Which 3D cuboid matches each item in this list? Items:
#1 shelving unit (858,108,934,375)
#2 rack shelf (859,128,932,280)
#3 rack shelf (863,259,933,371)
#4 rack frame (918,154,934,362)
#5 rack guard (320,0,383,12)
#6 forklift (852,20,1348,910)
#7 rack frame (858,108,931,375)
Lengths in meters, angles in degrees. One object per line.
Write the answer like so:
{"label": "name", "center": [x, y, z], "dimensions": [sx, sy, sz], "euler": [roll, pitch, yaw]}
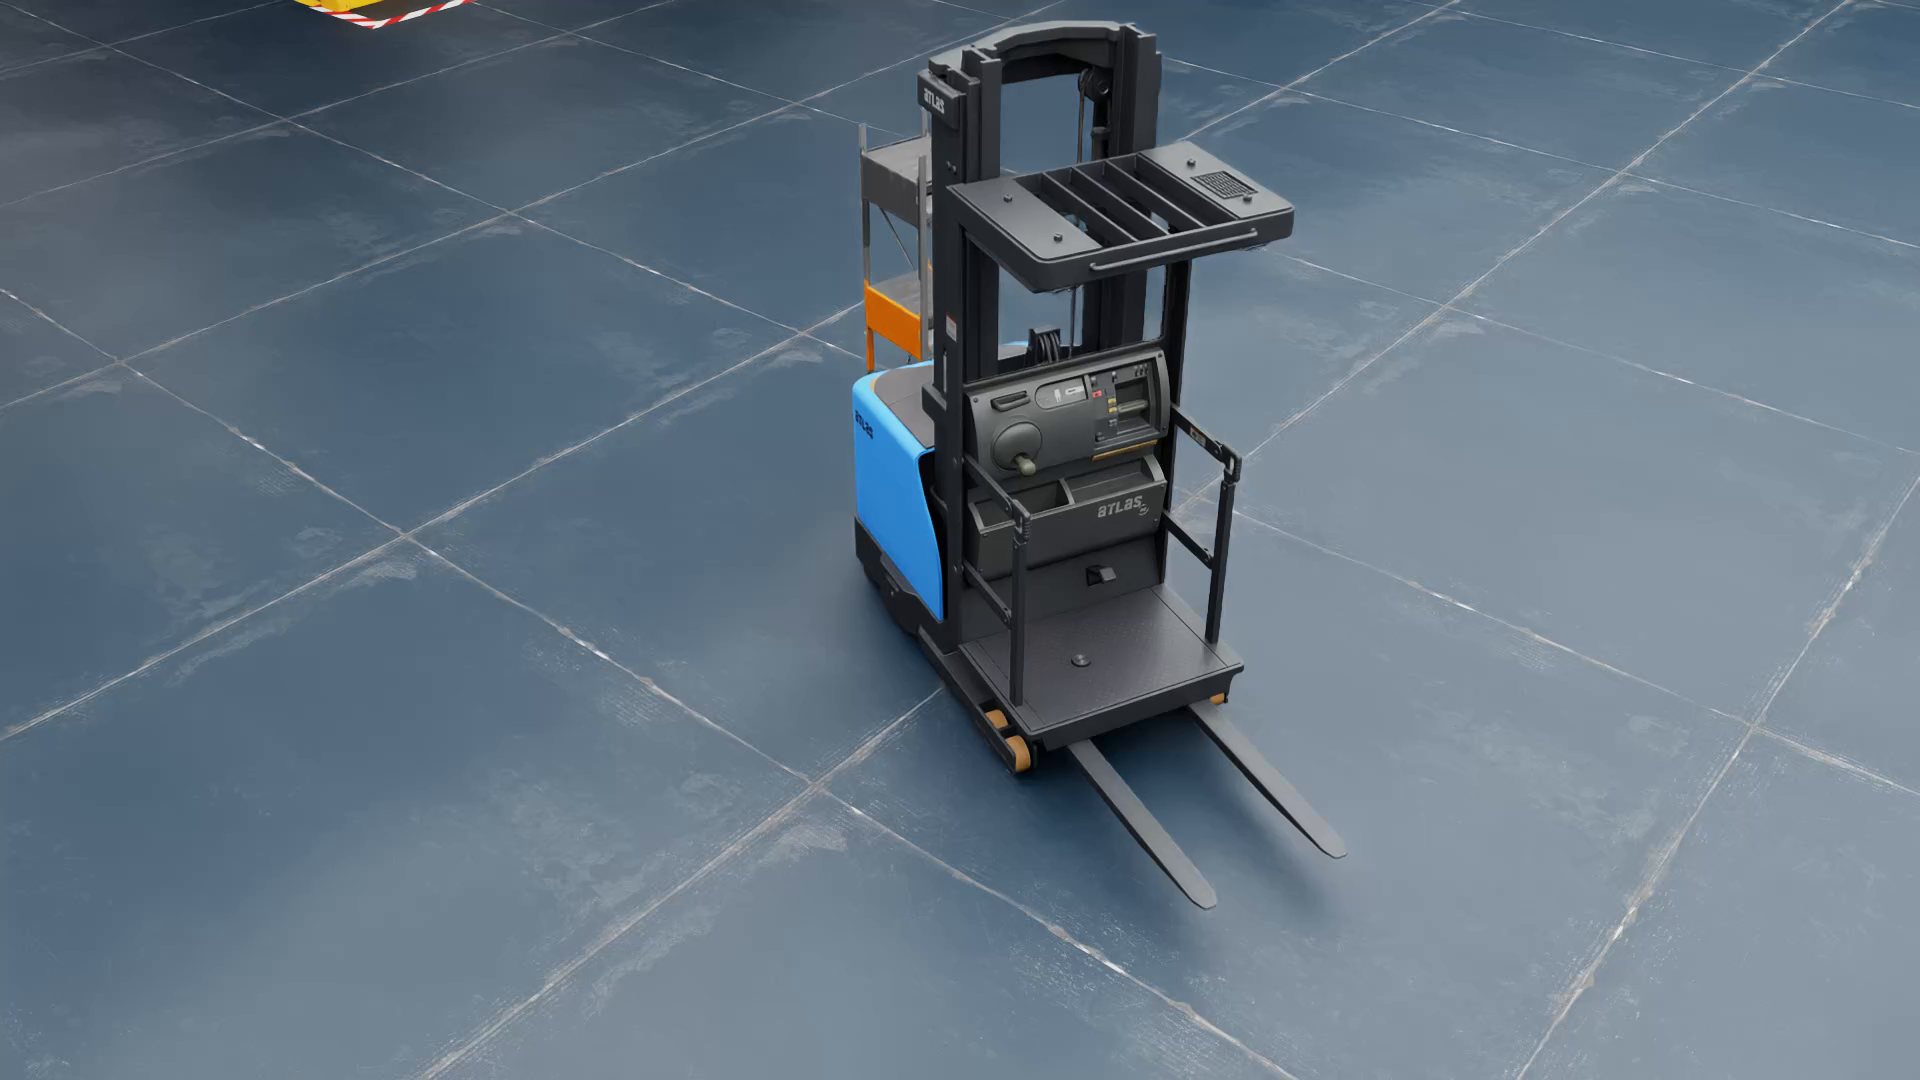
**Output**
{"label": "shelving unit", "center": [-0.174, -1.068, 8.450], "dimensions": [0.431, 2.100, 0.503], "euler": [-23, 41, -30]}
{"label": "rack shelf", "center": [-0.174, -1.633, 8.061], "dimensions": [0.431, 0.518, 0.480], "euler": [-23, 41, -30]}
{"label": "rack shelf", "center": [-0.174, -1.056, 8.458], "dimensions": [0.431, 0.518, 0.480], "euler": [-23, 41, -30]}
{"label": "rack frame", "center": [-0.027, -0.957, 8.289], "dimensions": [0.400, 2.100, 0.015], "euler": [-23, 41, -30]}
{"label": "rack guard", "center": [-5.830, -5.676, 16.573], "dimensions": [0.348, 0.500, 1.175], "euler": [25, 42, 32]}
{"label": "forklift", "center": [0.566, -0.474, 6.852], "dimensions": [1.130, 2.935, 3.031], "euler": [-15, 37, -21]}
{"label": "rack frame", "center": [-0.321, -1.178, 8.610], "dimensions": [0.400, 2.100, 0.015], "euler": [-23, 41, -30]}
